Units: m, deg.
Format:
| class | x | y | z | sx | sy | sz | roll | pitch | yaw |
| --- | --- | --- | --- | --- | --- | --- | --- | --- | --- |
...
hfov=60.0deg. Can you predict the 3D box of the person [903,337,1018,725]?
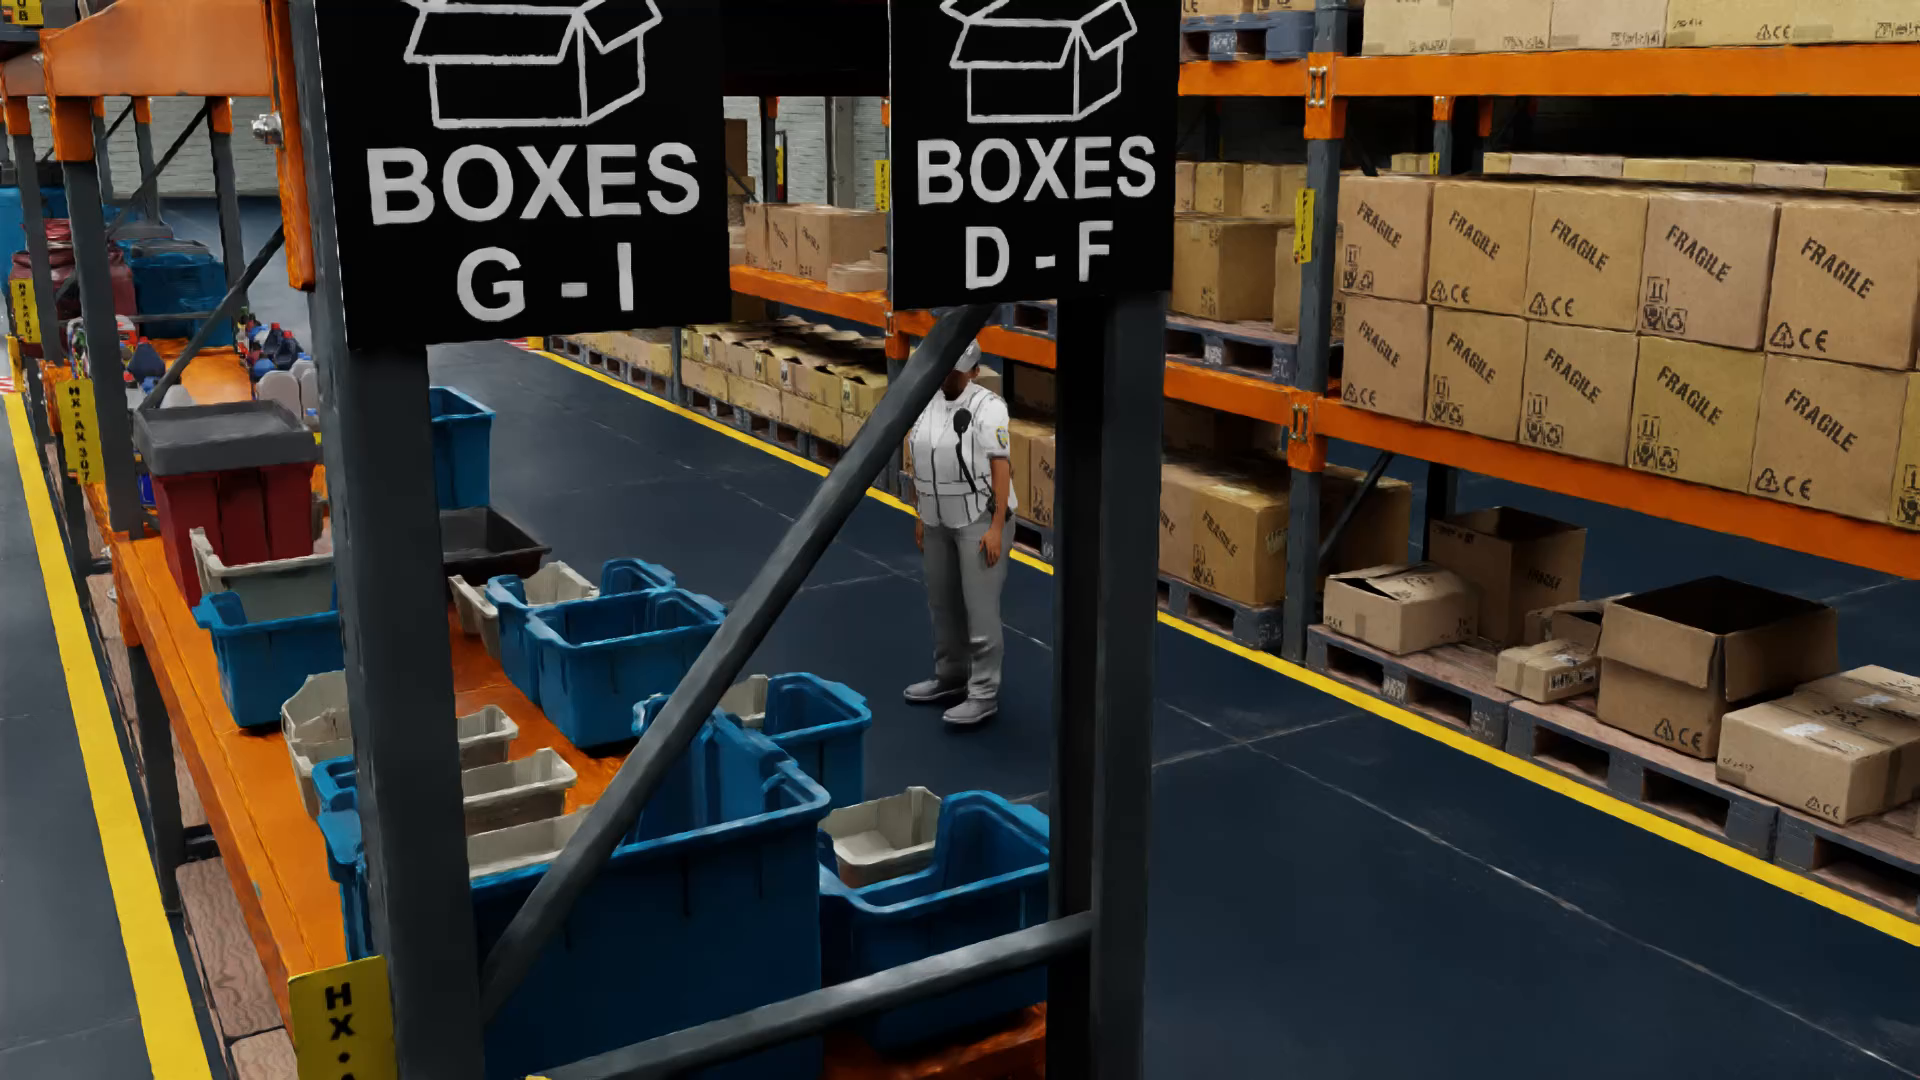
| class | x | y | z | sx | sy | sz | roll | pitch | yaw |
| --- | --- | --- | --- | --- | --- | --- | --- | --- | --- |
| person | -0.025 | -0.059 | 7.146 | 0.561 | 1.672 | 0.470 | 13 | 20 | 40 |
